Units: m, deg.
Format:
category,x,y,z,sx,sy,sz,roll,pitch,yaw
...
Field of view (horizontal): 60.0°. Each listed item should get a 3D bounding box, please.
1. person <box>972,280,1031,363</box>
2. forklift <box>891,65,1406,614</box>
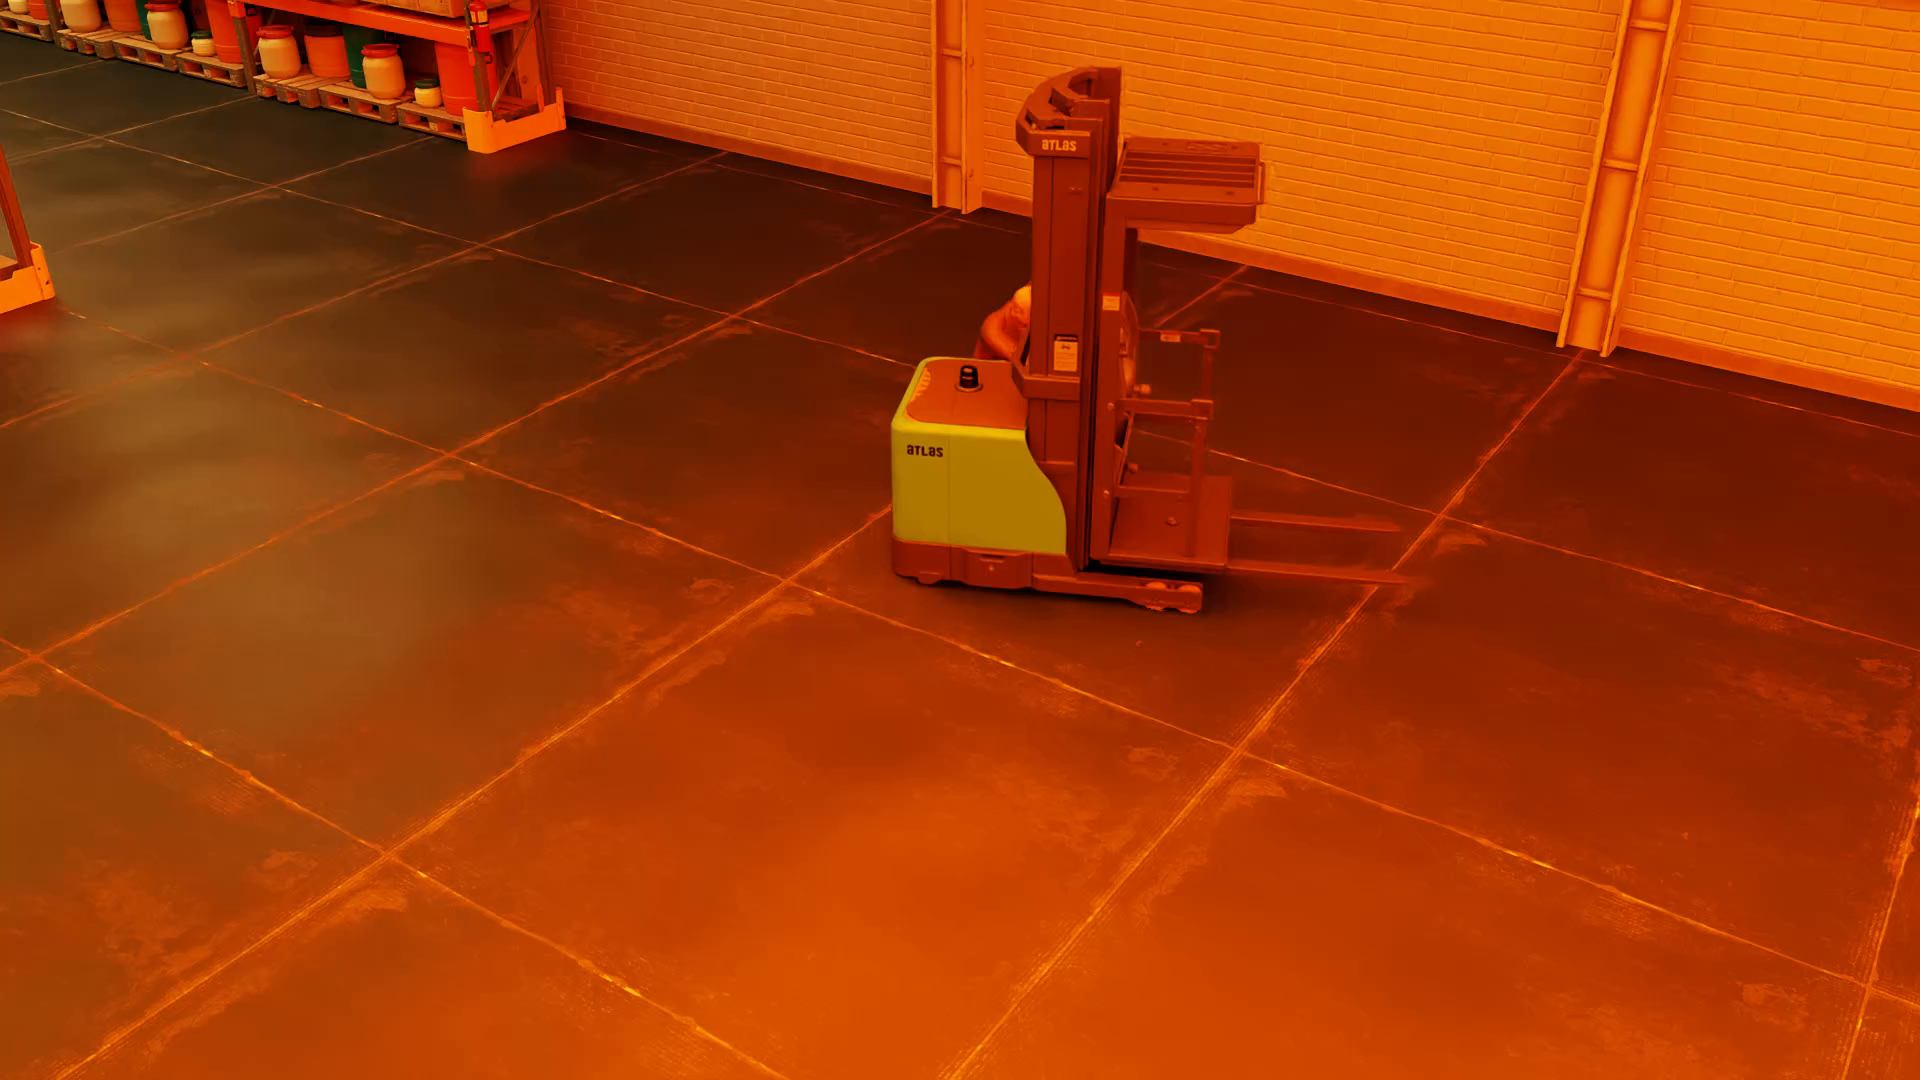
category,x,y,z,sx,sy,sz,roll,pitch,yaw
person,0.523,-1.047,10.947,0.887,1.435,1.357,24,38,35
forklift,1.152,-1.126,9.520,3.031,2.935,1.130,5,31,9
